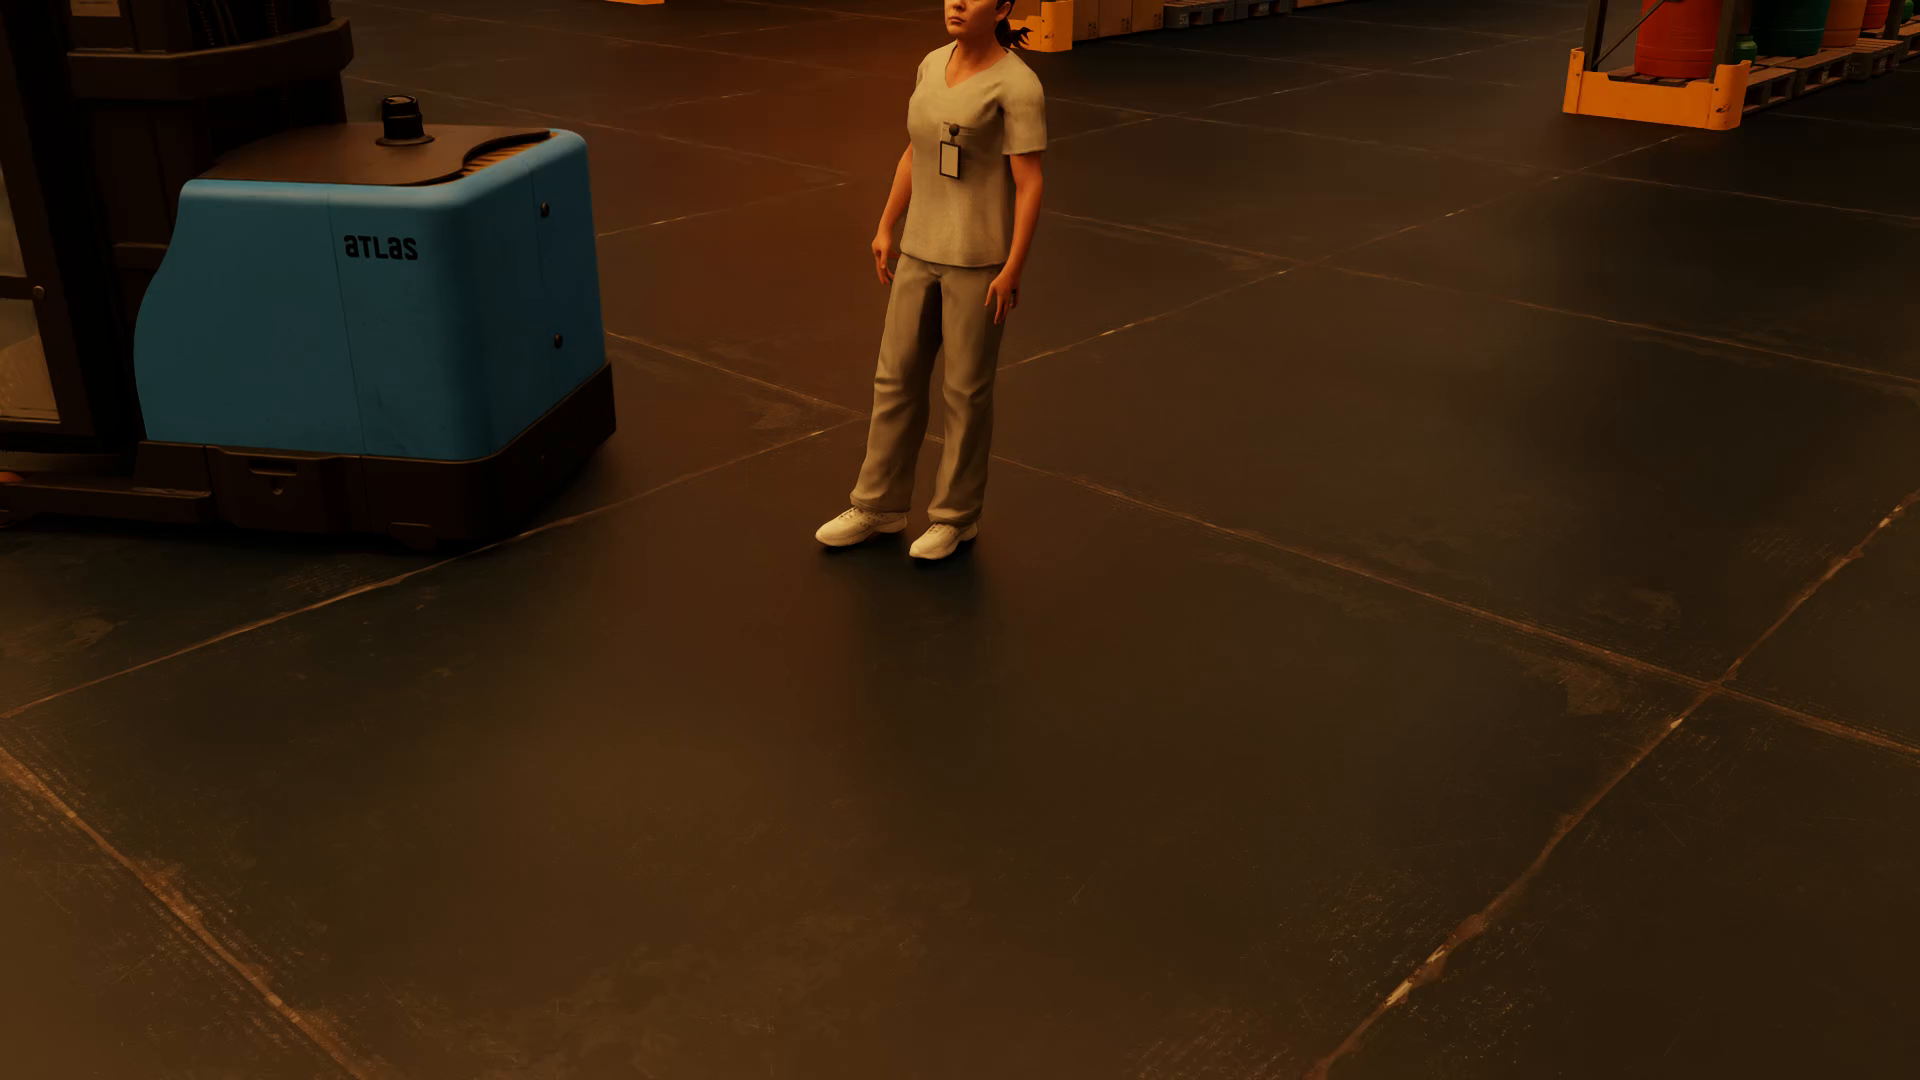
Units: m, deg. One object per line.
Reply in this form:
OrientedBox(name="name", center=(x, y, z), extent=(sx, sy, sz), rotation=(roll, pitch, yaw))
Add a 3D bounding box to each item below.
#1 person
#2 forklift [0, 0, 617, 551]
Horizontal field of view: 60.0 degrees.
OrientedBox(name="person", center=(-0.059, -0.756, 4.596), extent=(0.550, 1.675, 0.549), rotation=(20, 31, 38))
OrientedBox(name="forklift", center=(-2.734, -1.583, 4.938), extent=(3.031, 2.935, 1.130), rotation=(4, 24, 9))
